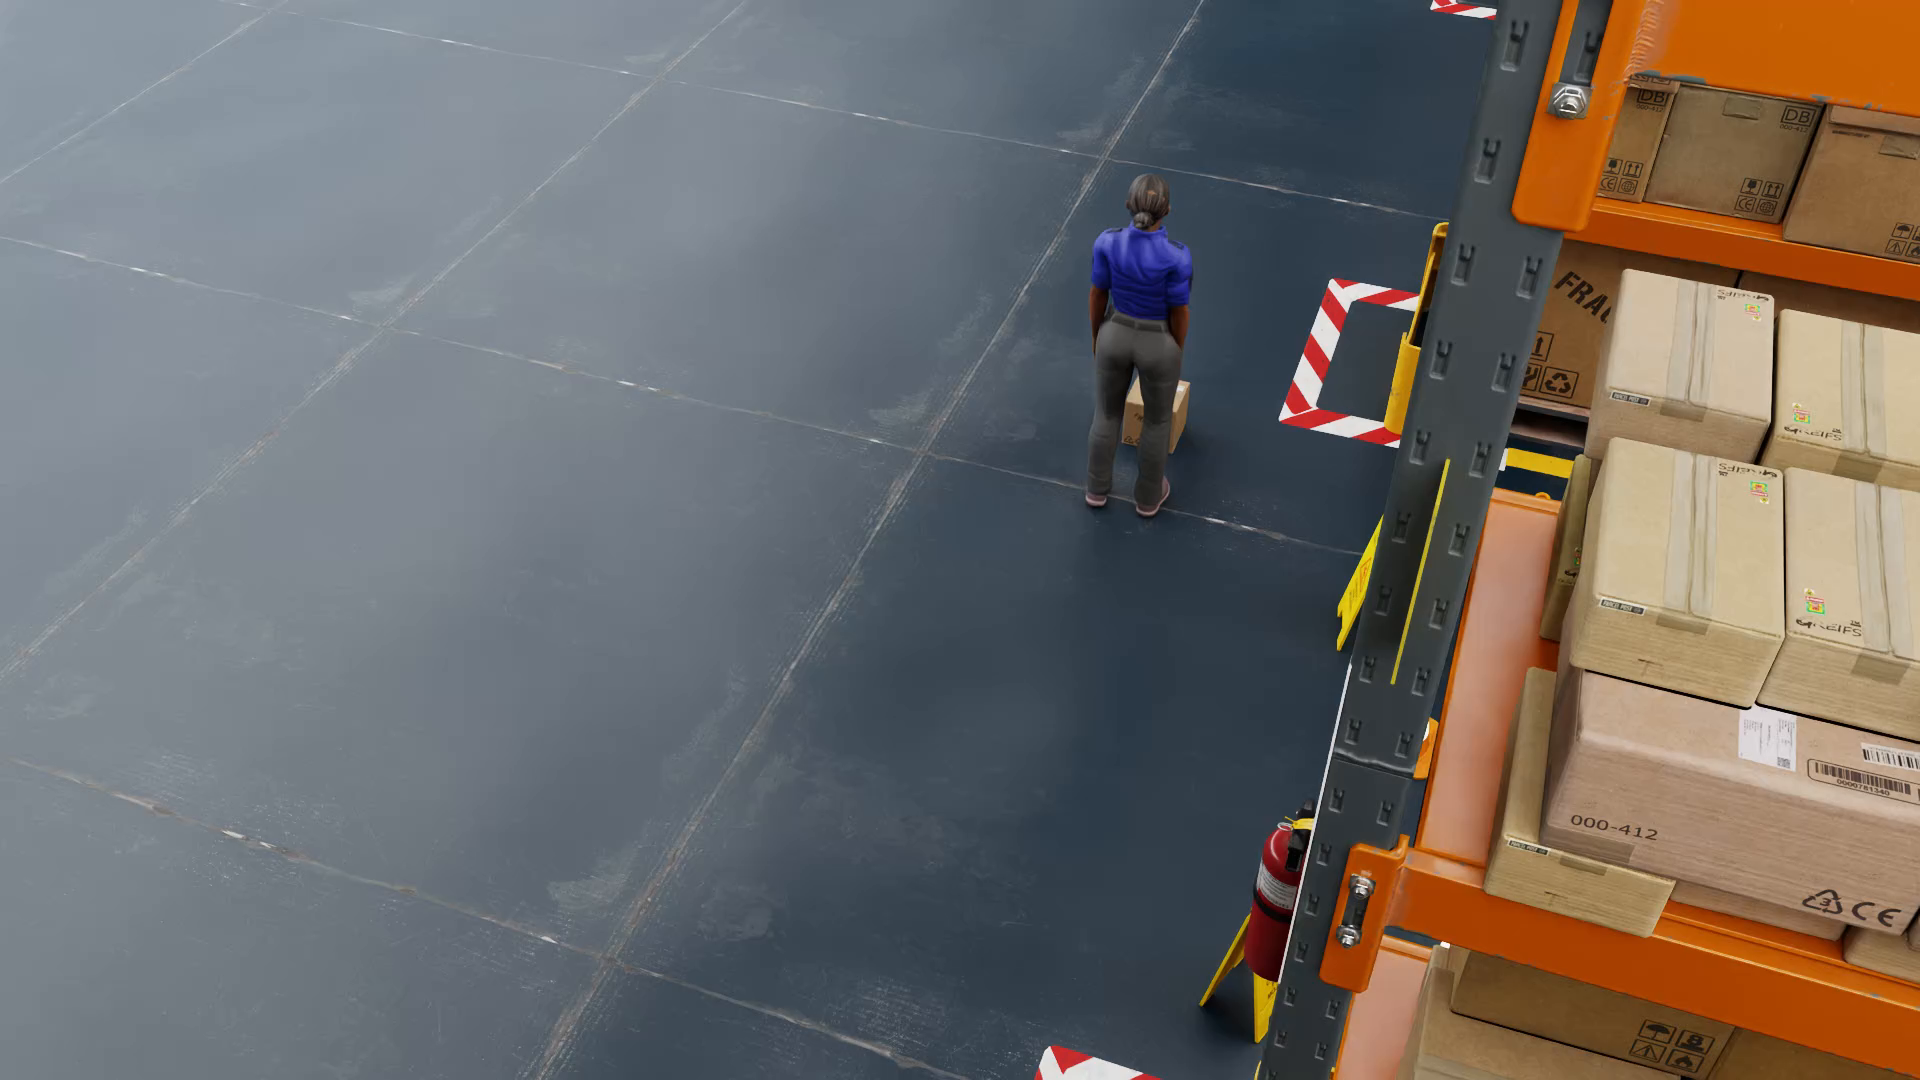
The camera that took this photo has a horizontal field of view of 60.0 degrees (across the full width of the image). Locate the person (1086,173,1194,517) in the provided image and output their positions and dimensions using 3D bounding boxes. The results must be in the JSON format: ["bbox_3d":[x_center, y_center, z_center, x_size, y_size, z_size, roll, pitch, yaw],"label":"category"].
[{"bbox_3d":[0.753,-0.818,7.098,0.438,1.680,0.316,15,44,16],"label":"person"}]
